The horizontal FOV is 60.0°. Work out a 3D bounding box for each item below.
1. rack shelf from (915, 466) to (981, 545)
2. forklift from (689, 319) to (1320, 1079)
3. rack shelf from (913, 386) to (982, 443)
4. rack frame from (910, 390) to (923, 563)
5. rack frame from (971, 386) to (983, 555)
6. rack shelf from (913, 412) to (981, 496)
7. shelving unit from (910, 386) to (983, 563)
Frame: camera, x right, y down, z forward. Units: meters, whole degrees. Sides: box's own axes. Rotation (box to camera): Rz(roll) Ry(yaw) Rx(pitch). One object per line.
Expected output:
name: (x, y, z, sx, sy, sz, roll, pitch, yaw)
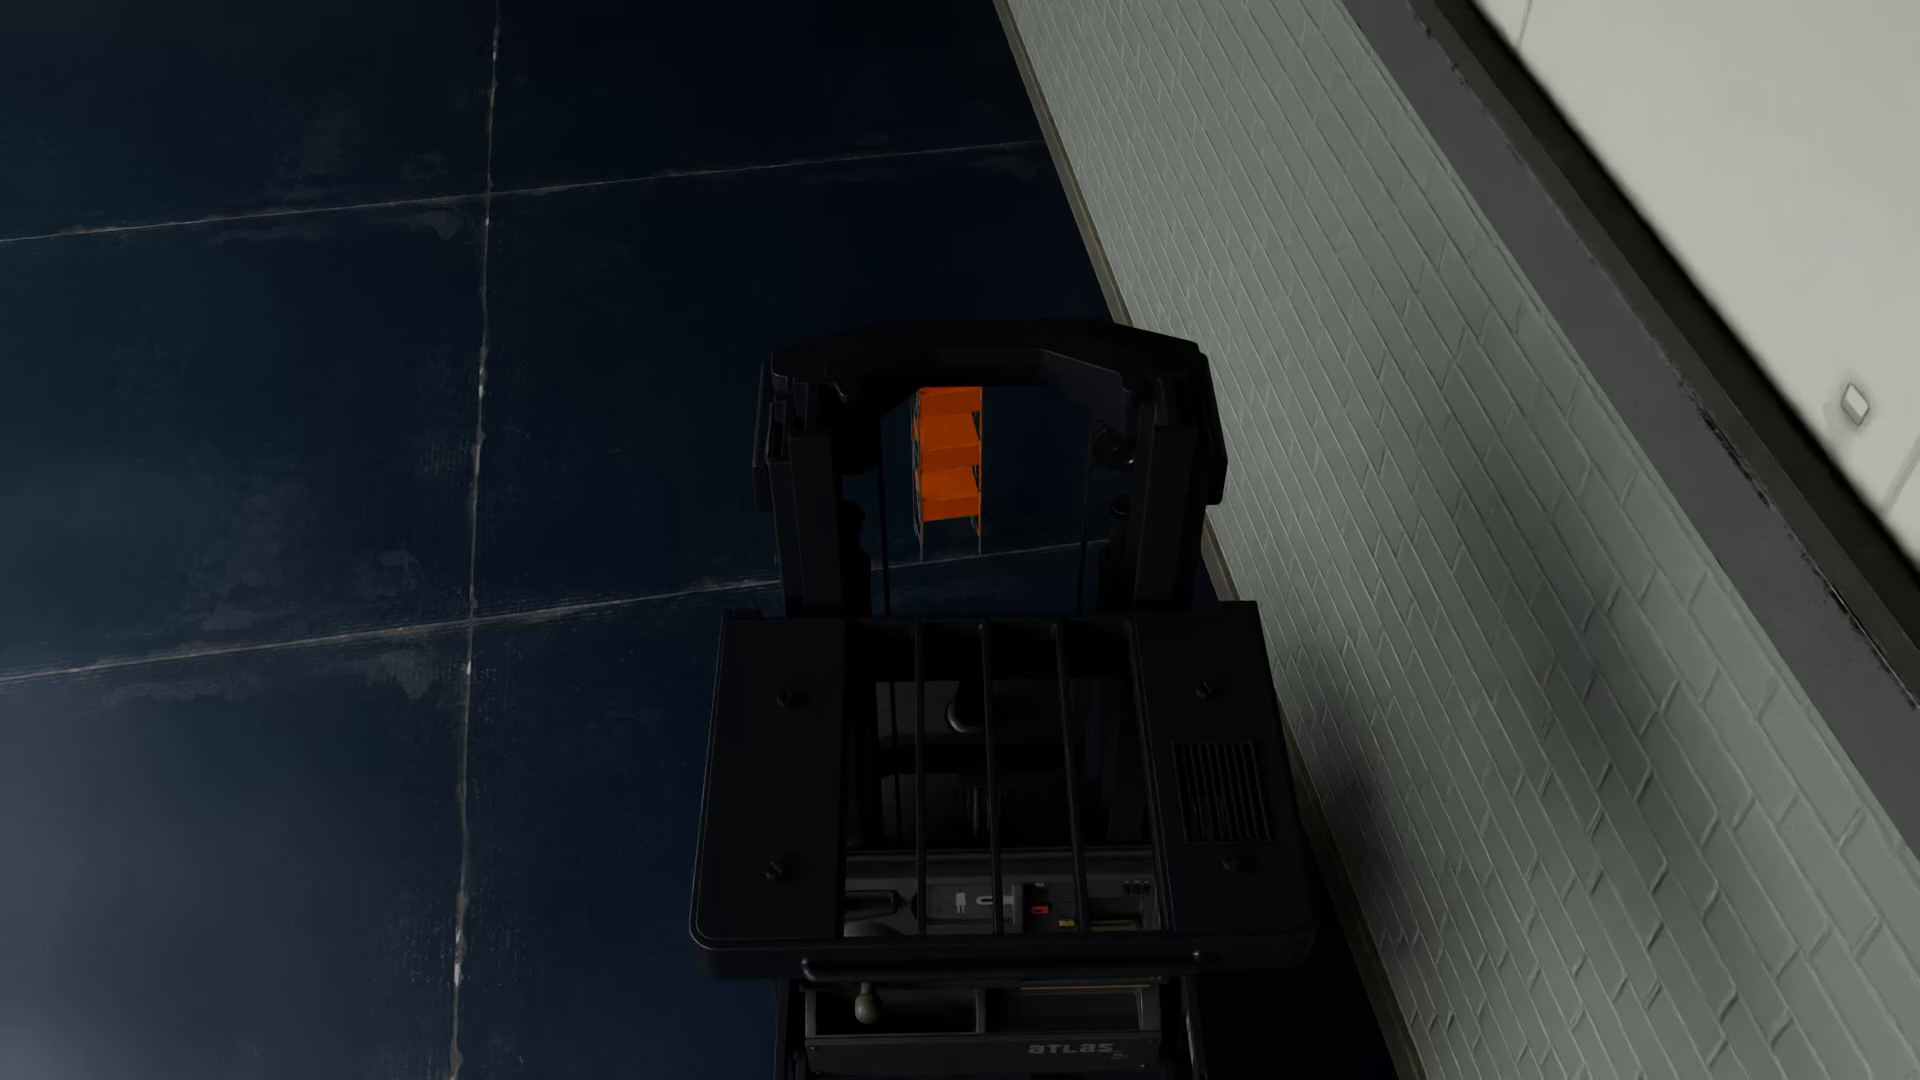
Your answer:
rack shelf: (-0.053, -0.158, 6.767, 0.240, 0.259, 0.215, -7, 46, -7)
forklift: (0.069, 1.064, 3.882, 1.130, 2.935, 3.031, -1, 46, -1)
rack shelf: (-0.053, -0.547, 6.362, 0.240, 0.259, 0.215, -7, 46, -7)
rack frame: (-0.173, -0.343, 6.544, 0.008, 1.050, 0.200, -7, 46, -7)
rack frame: (0.067, -0.373, 6.573, 0.008, 1.050, 0.200, -7, 46, -7)
rack shelf: (-0.053, -0.350, 6.566, 0.240, 0.259, 0.215, -7, 46, -7)
shelving unit: (-0.053, -0.358, 6.559, 0.252, 1.050, 0.215, -7, 46, -7)
